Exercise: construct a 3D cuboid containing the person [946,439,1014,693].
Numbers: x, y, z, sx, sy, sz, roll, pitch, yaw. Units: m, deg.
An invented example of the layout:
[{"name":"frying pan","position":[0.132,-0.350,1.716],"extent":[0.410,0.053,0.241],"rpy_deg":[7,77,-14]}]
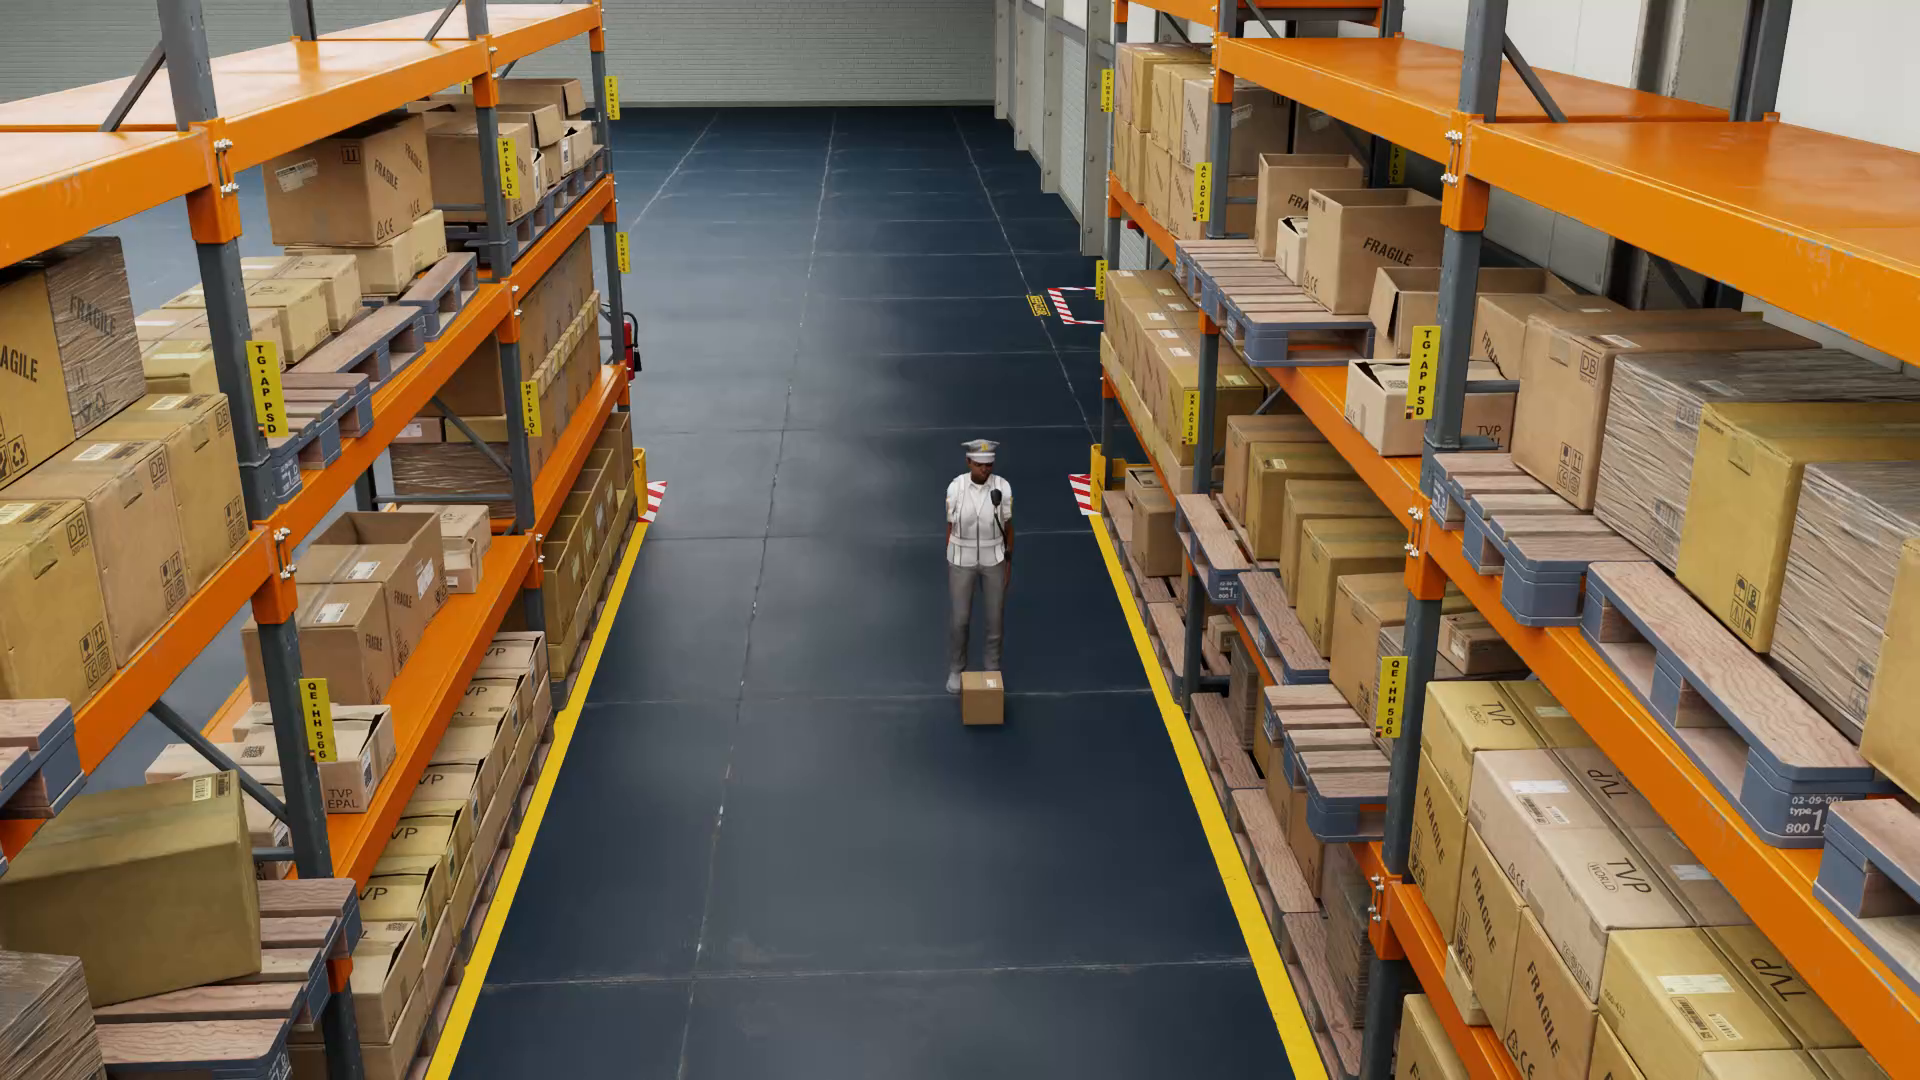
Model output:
[{"name":"person","position":[0.127,0.163,10.644],"extent":[0.437,1.690,0.338],"rpy_deg":[-1,21,-2]}]
